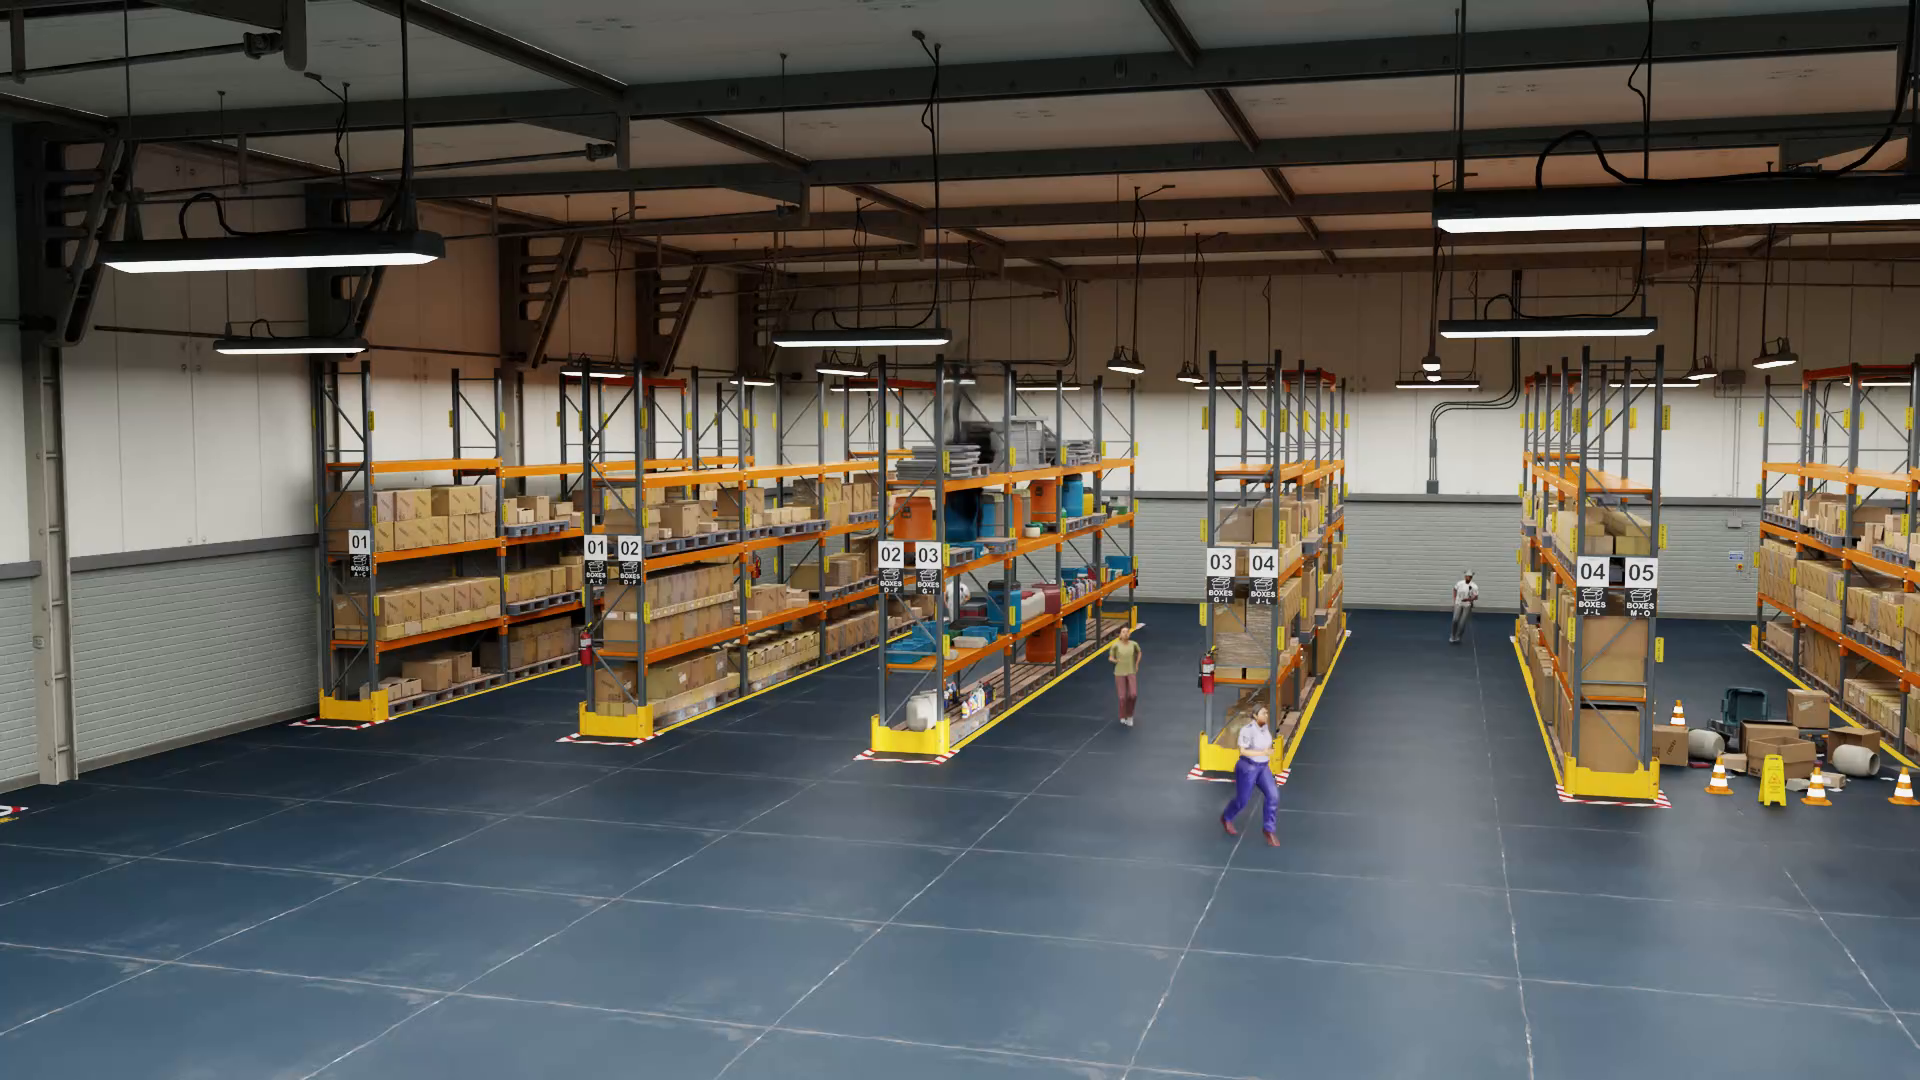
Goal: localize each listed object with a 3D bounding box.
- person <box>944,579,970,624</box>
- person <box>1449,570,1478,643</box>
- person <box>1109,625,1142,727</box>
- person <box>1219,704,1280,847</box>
[{"bbox_3d":[-0.094,1.543,37.103,0.636,1.632,0.758,0,4,6],"label":"person"},{"bbox_3d":[11.367,1.503,37.504,0.622,1.683,0.617,2,4,23],"label":"person"},{"bbox_3d":[2.720,2.228,27.237,0.564,1.663,0.601,0,4,-1],"label":"person"},{"bbox_3d":[3.462,2.779,19.840,0.627,1.694,0.877,-3,5,-40],"label":"person"}]
